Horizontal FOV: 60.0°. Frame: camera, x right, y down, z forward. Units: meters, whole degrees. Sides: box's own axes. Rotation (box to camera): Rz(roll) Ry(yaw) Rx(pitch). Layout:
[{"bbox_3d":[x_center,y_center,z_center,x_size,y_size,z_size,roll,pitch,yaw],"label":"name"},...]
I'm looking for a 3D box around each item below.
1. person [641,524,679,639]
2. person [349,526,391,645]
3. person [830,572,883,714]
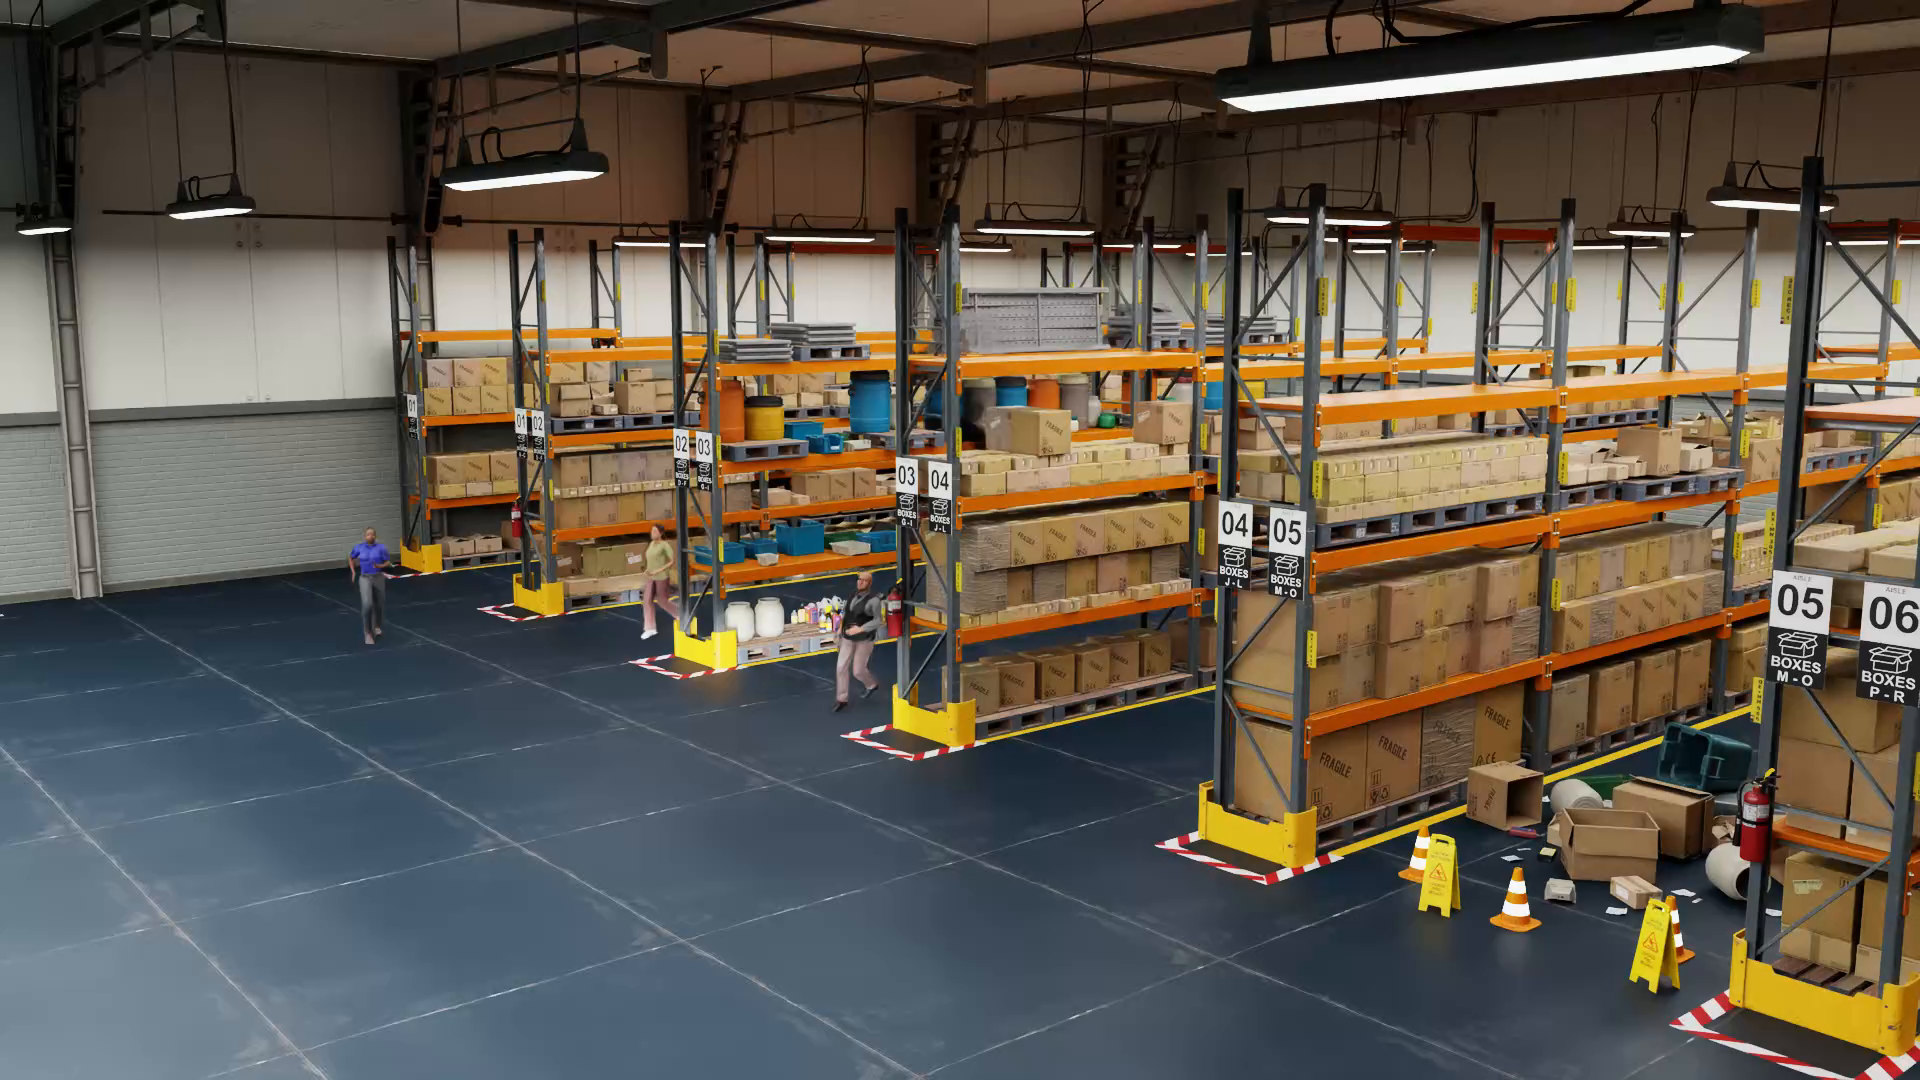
[{"bbox_3d":[-4.428,0.581,24.531,0.590,1.672,0.810,6,11,34],"label":"person"},{"bbox_3d":[-8.543,0.656,24.147,0.543,1.720,0.738,-4,10,-27],"label":"person"},{"bbox_3d":[-1.188,1.229,20.277,0.672,1.716,0.812,6,11,35],"label":"person"}]
